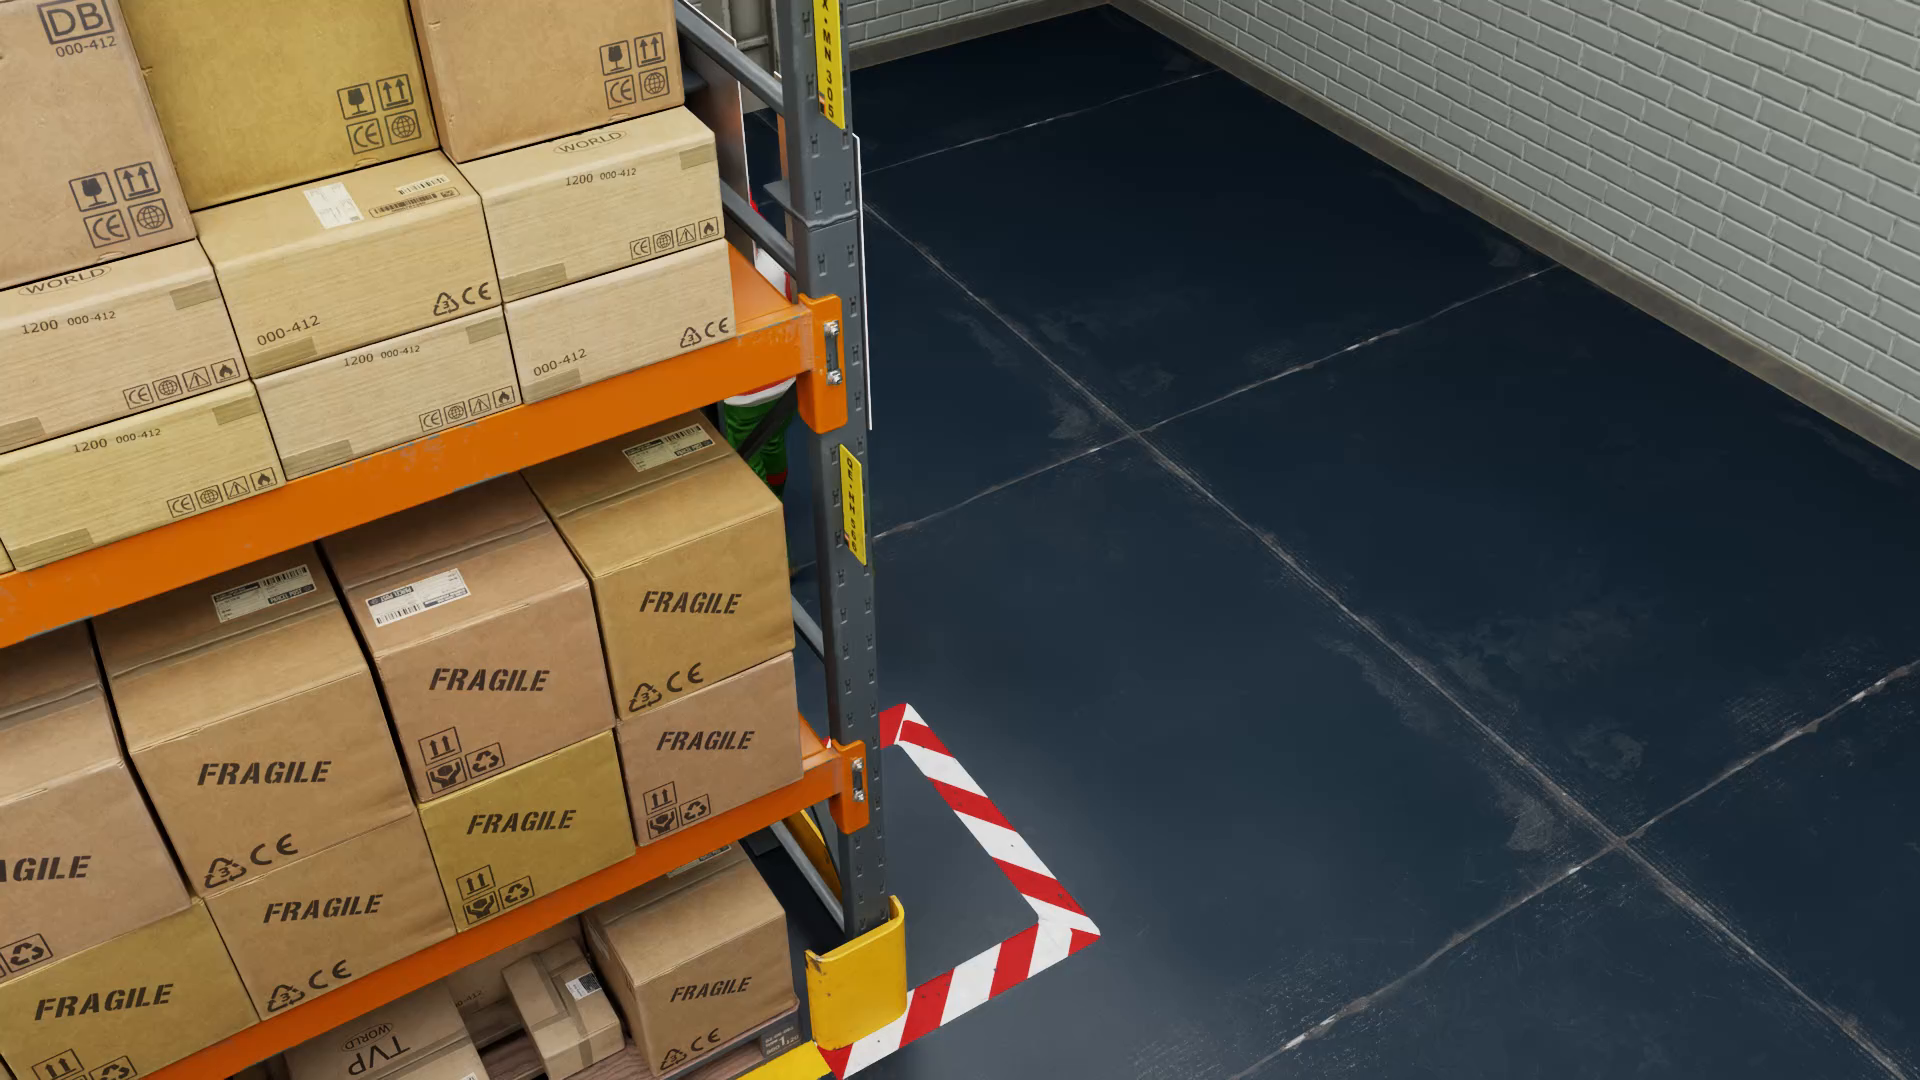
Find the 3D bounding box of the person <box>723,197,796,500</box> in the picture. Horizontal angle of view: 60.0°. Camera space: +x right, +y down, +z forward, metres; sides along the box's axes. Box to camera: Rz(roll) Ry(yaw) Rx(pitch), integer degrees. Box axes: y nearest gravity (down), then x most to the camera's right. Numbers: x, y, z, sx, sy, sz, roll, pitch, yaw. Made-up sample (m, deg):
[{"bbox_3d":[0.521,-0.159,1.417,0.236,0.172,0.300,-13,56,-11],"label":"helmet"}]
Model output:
[{"bbox_3d":[-0.917,-0.690,6.935,0.567,1.781,0.715,-26,47,-27],"label":"person"}]
